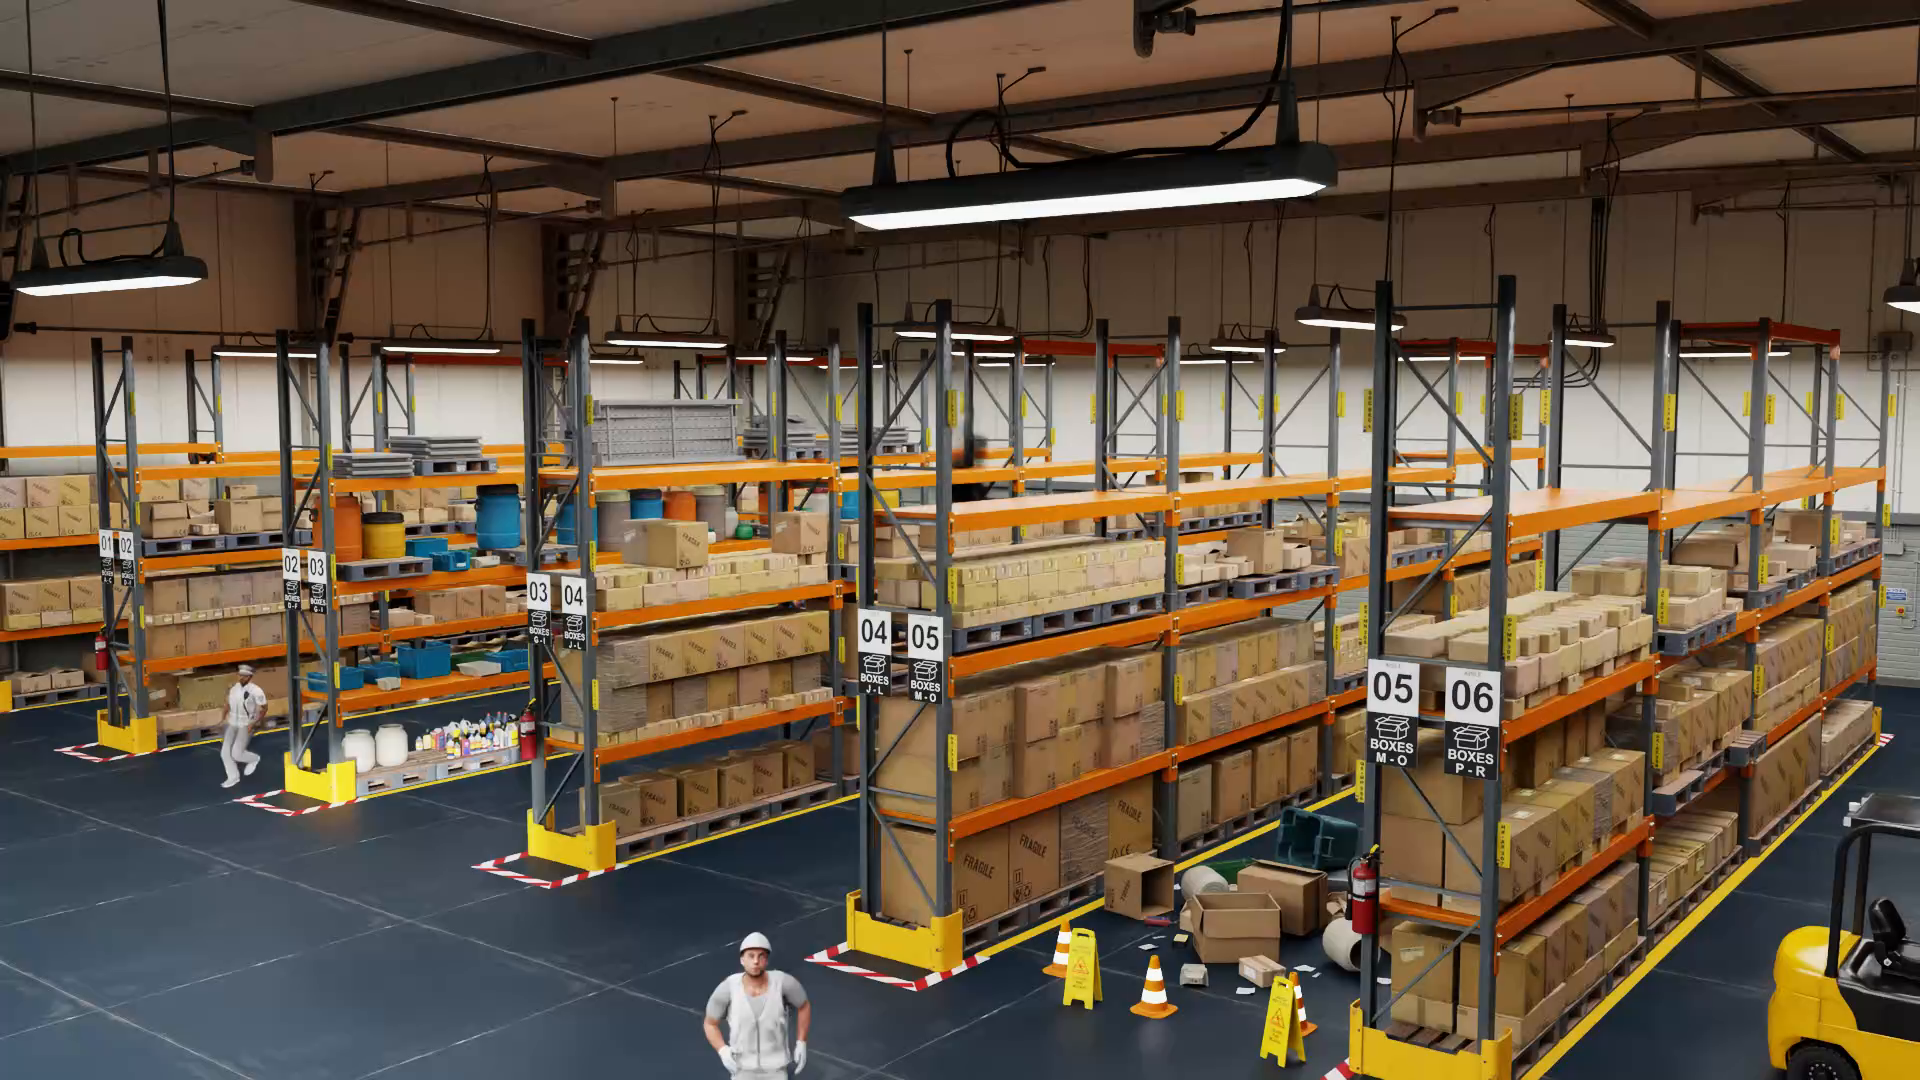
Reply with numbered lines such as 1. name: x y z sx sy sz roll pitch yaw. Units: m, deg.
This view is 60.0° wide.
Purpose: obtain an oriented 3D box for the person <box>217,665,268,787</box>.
1. person: -9.481 2.449 22.064 0.618 1.641 0.532 1 5 16

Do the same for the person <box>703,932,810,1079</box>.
1. person: -1.299 3.375 10.700 0.692 1.743 0.630 -1 5 -10

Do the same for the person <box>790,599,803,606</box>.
1. person: -3.113 1.482 32.623 0.609 1.649 0.941 2 6 25
